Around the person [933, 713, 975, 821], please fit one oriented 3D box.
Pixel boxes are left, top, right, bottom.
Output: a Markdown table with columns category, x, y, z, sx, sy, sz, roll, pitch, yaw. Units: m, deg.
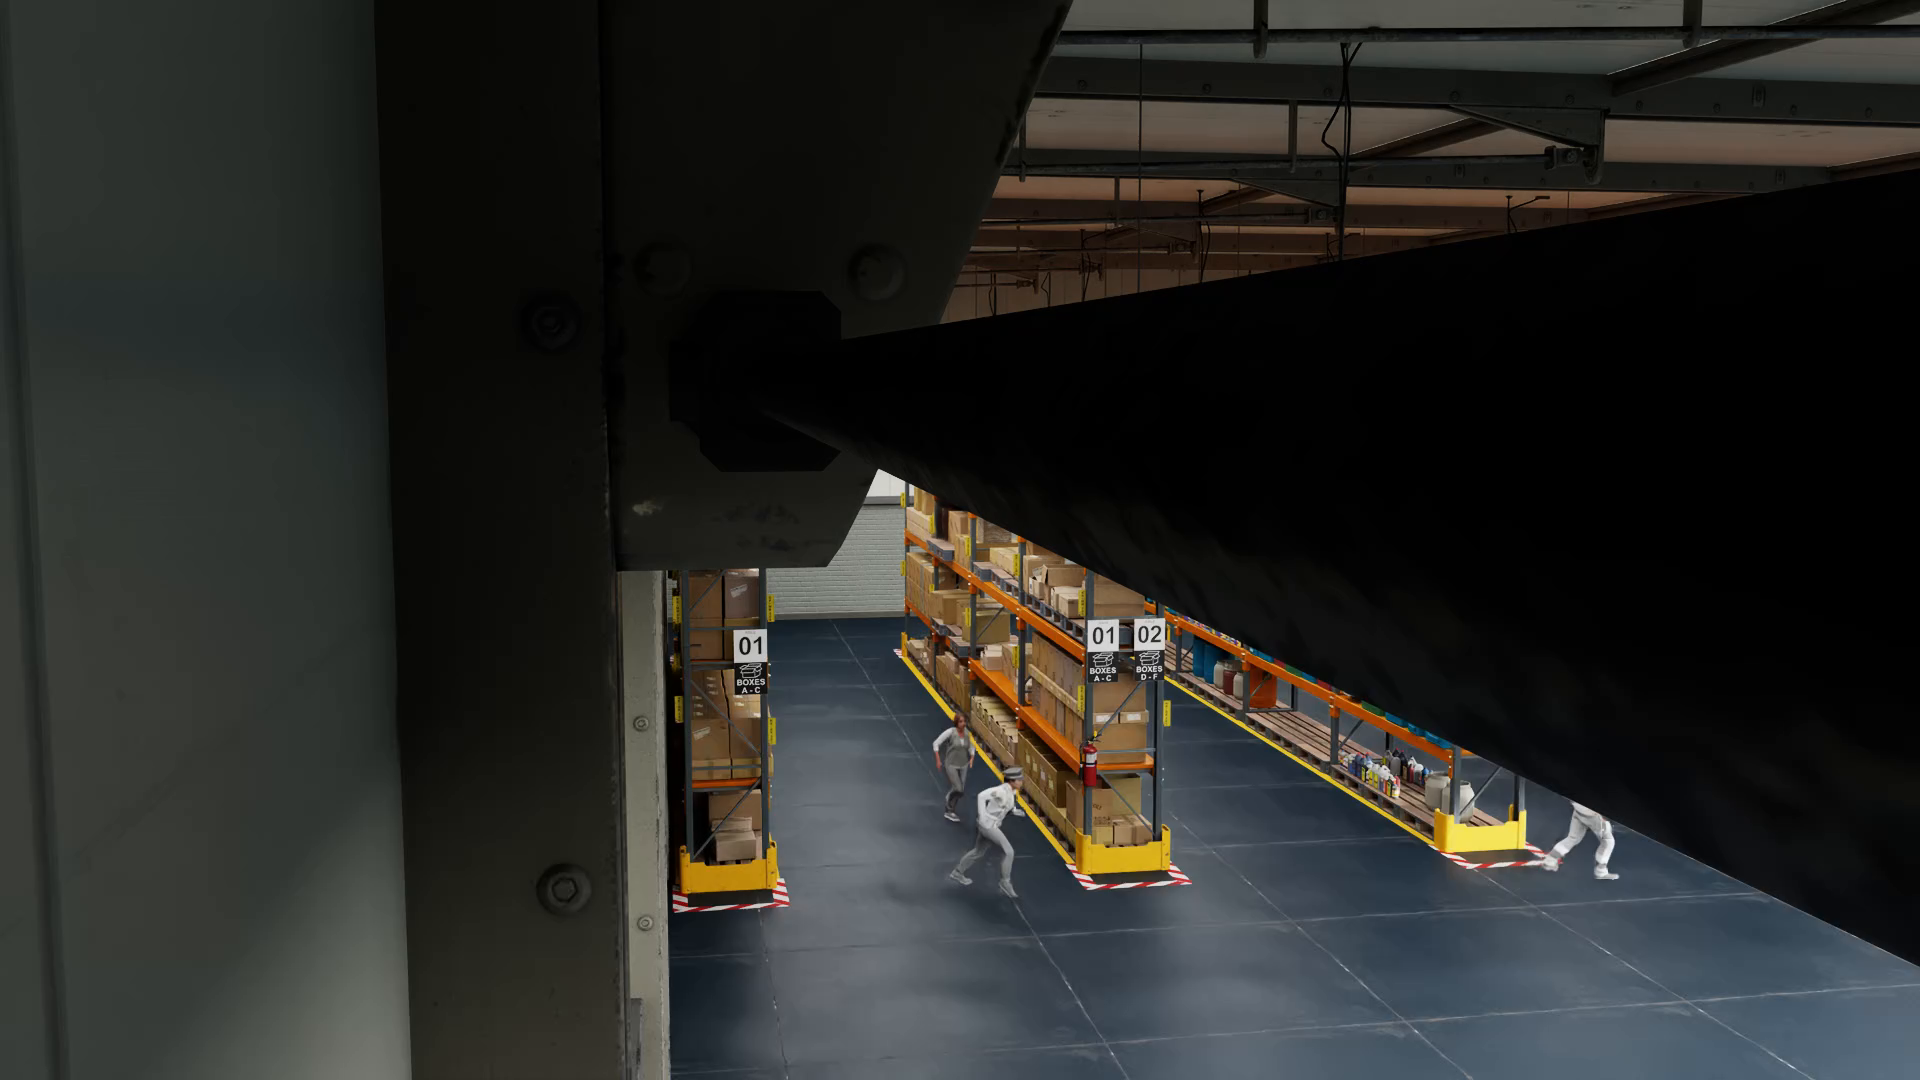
| category | x | y | z | sx | sy | sz | roll | pitch | yaw |
| --- | --- | --- | --- | --- | --- | --- | --- | --- | --- |
| person | -0.069 | 3.164 | 23.154 | 0.610 | 1.554 | 0.507 | -3 | 7 | -25 |

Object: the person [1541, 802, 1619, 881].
| category | x | y | z | sx | sy | sz | roll | pitch | yaw |
| --- | --- | --- | --- | --- | --- | --- | --- | --- | --- |
| person | 7.714 | 3.383 | 20.537 | 0.923 | 1.673 | 0.639 | 1 | 6 | 5 |

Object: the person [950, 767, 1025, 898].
| category | x | y | z | sx | sy | sz | roll | pitch | yaw |
| --- | --- | --- | --- | --- | --- | --- | --- | --- | --- |
| person | 0.315 | 3.508 | 19.978 | 0.954 | 1.619 | 0.658 | 2 | 6 | 19 |
